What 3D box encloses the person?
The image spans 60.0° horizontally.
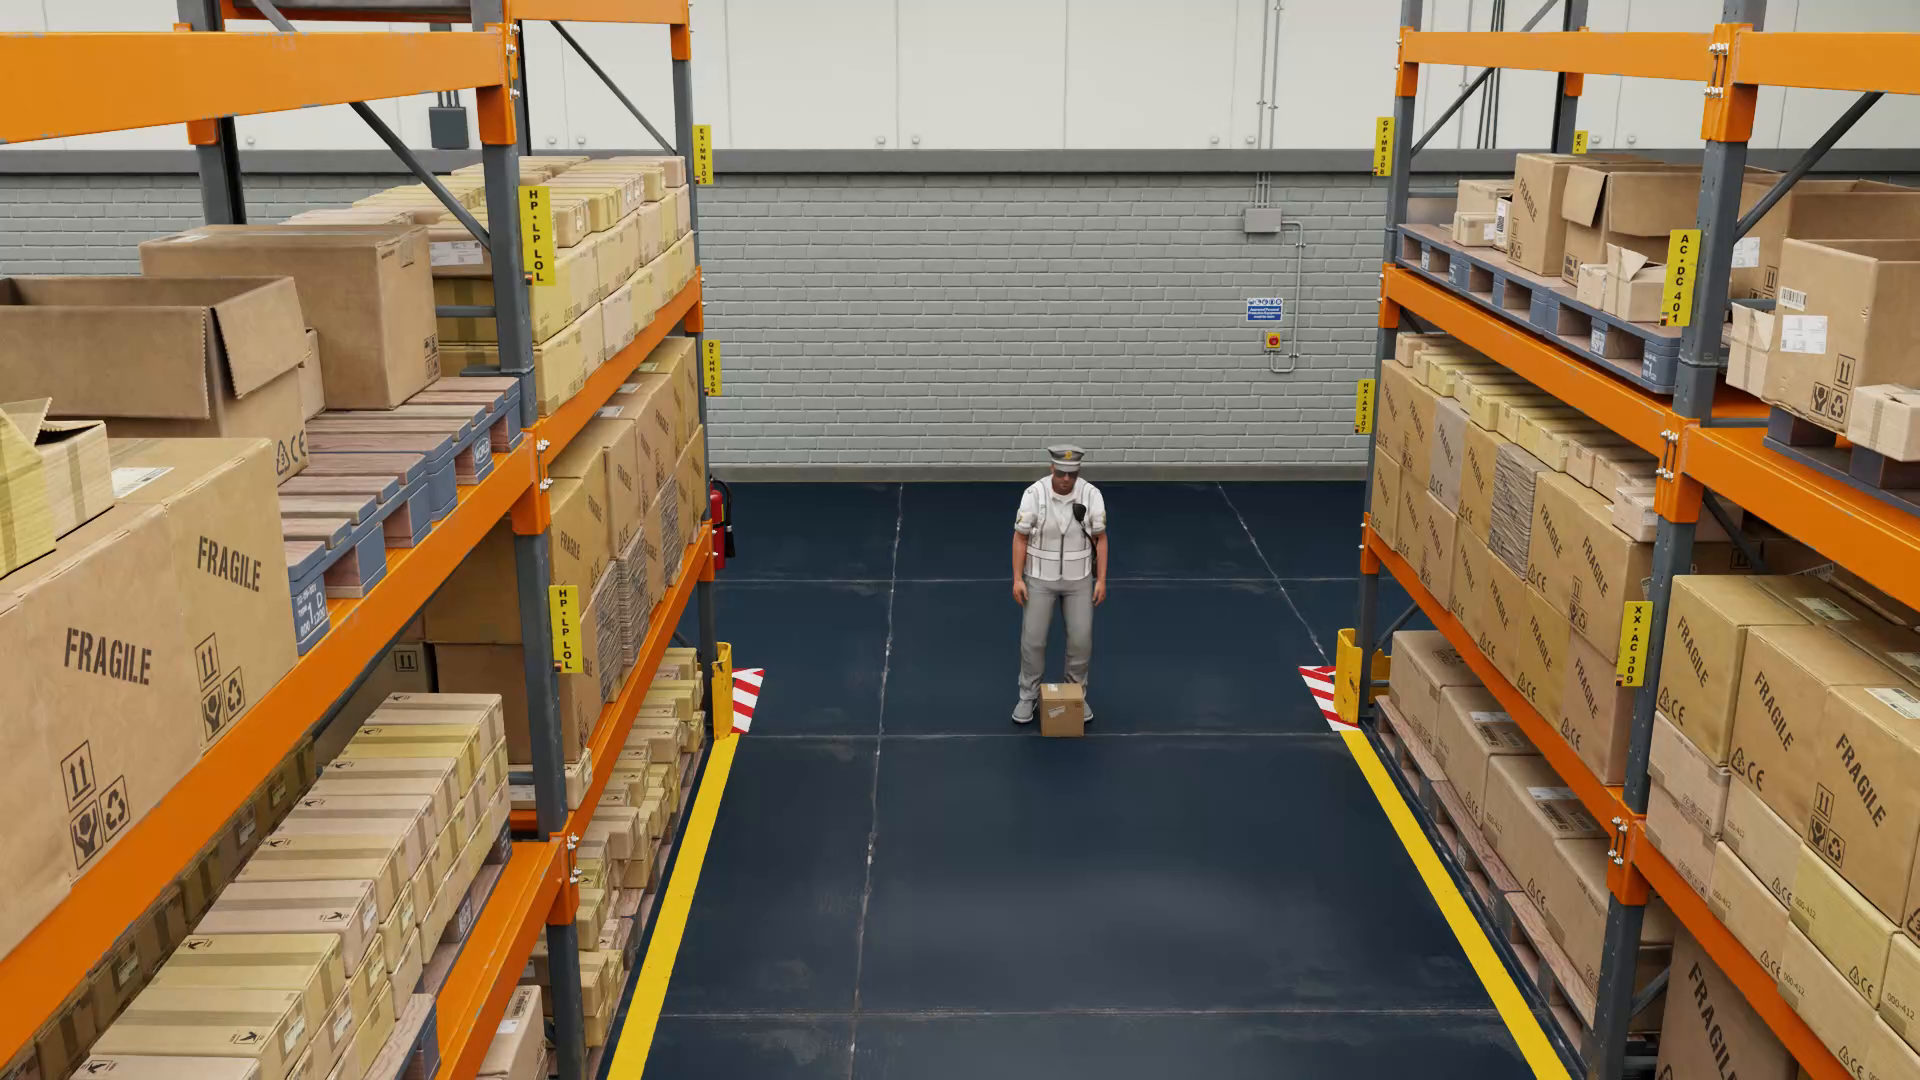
[{"bbox_3d":[0.612,0.244,10.231,0.585,1.748,0.432,0,17,-1],"label":"person"}]
